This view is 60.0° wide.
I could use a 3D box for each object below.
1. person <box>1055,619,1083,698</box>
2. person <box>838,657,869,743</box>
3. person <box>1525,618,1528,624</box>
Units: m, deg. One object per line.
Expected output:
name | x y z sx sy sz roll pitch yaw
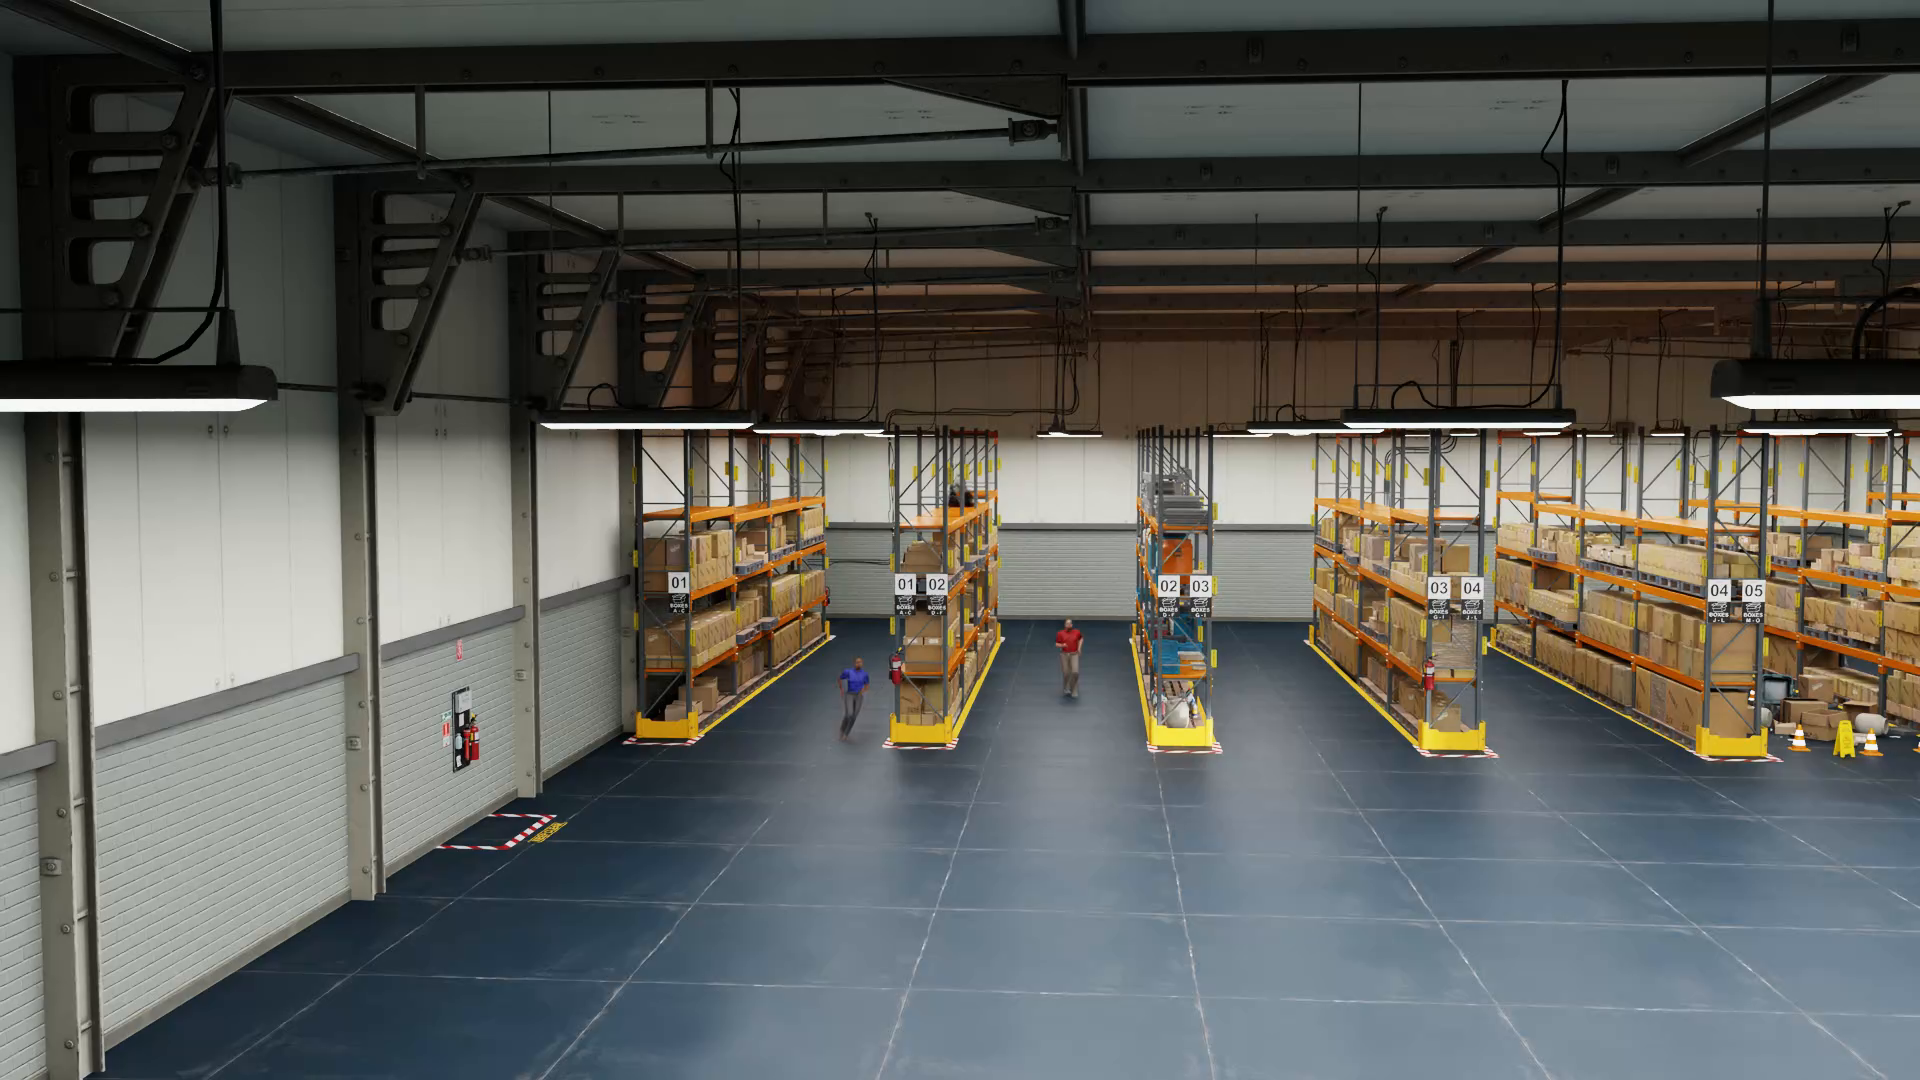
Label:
person | 2.442 2.652 37.125 0.638 1.784 0.767 0 3 0
person | -2.028 3.022 31.592 0.611 1.624 0.666 -1 4 -17
person | 16.175 2.031 47.170 0.706 1.709 0.536 -3 5 -44
